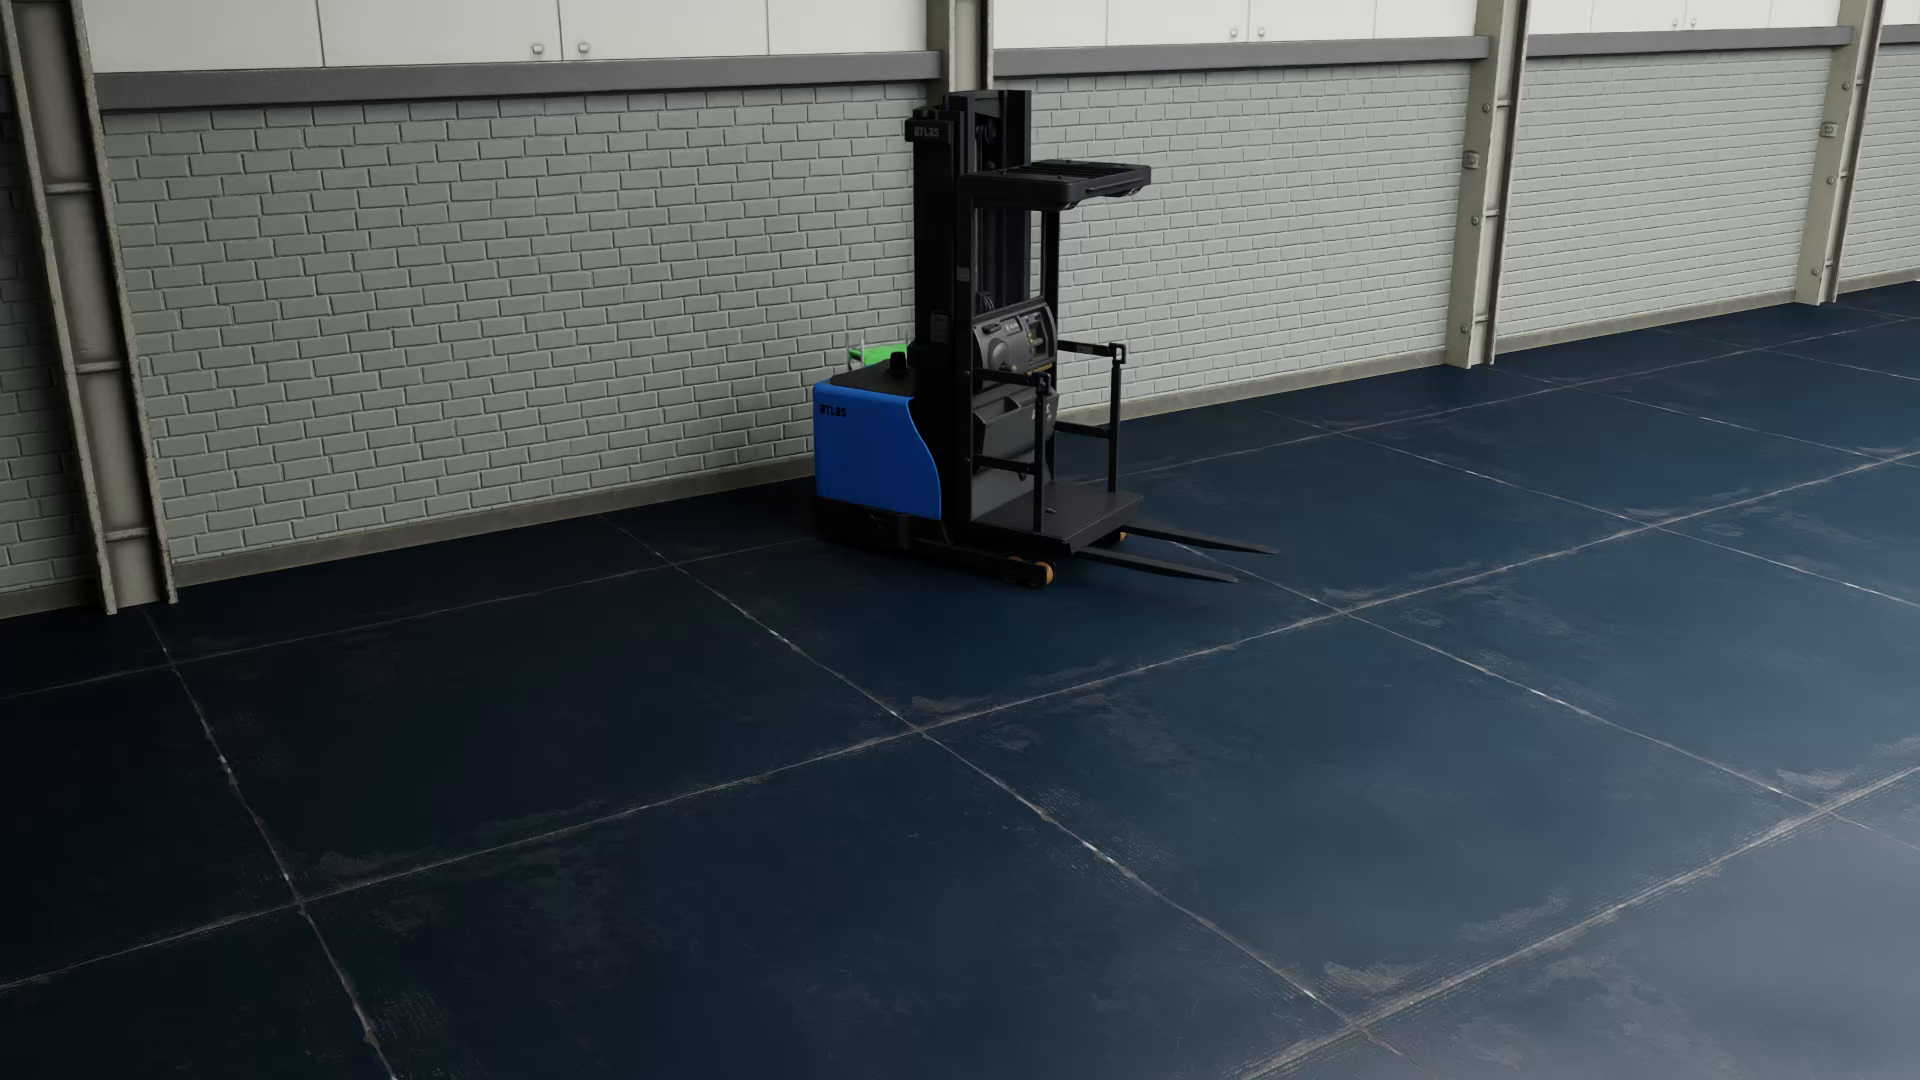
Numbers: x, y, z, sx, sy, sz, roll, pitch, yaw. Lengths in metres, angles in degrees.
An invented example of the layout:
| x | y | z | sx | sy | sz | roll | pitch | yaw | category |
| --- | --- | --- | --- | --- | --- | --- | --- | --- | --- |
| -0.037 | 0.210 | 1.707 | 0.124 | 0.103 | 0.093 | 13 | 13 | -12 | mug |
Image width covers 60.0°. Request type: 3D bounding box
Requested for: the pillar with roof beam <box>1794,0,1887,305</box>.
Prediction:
| x | y | z | sx | sy | sz | roll | pitch | yaw | category |
| --- | --- | --- | --- | --- | --- | --- | --- | --- | --- |
| 12.390 | -5.910 | 14.675 | 0.400 | 9.000 | 9.100 | -12 | 22 | -31 | pillar with roof beam |

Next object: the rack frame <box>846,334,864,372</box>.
| x | y | z | sx | sy | sz | roll | pitch | yaw | category |
| --- | --- | --- | --- | --- | --- | --- | --- | --- | --- |
| -0.735 | -0.861 | 11.909 | 0.015 | 1.200 | 0.240 | -11 | 20 | -30 | rack frame |

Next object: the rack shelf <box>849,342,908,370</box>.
| x | y | z | sx | sy | sz | roll | pitch | yaw | category |
| --- | --- | --- | --- | --- | --- | --- | --- | --- | --- |
| -0.533 | -1.299 | 11.905 | 0.480 | 0.148 | 0.258 | -11 | 20 | -30 | rack shelf |

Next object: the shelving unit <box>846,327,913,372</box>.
| x | y | z | sx | sy | sz | roll | pitch | yaw | category |
| --- | --- | --- | --- | --- | --- | --- | --- | --- | --- |
| -0.528 | -0.902 | 12.030 | 0.503 | 1.200 | 0.258 | -11 | 20 | -30 | shelving unit |

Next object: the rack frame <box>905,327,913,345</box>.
| x | y | z | sx | sy | sz | roll | pitch | yaw | category |
| --- | --- | --- | --- | --- | --- | --- | --- | --- | --- |
| -0.320 | -0.943 | 12.152 | 0.015 | 1.200 | 0.240 | -11 | 20 | -30 | rack frame |

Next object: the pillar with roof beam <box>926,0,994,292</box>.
| x | y | z | sx | sy | sz | roll | pitch | yaw | category |
| --- | --- | --- | --- | --- | --- | --- | --- | --- | --- |
| 2.368 | -3.796 | 8.423 | 0.400 | 9.000 | 9.100 | -12 | 22 | -31 | pillar with roof beam |

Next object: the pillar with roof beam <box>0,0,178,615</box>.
| x | y | z | sx | sy | sz | roll | pitch | yaw | category |
| --- | --- | --- | --- | --- | --- | --- | --- | --- | --- |
| -2.643 | -2.739 | 5.297 | 0.400 | 9.000 | 9.100 | -12 | 22 | -31 | pillar with roof beam |

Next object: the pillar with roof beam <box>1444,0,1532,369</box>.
| x | y | z | sx | sy | sz | roll | pitch | yaw | category |
| --- | --- | --- | --- | --- | --- | --- | --- | --- | --- |
| 7.379 | -4.853 | 11.549 | 0.400 | 9.000 | 9.100 | -12 | 22 | -31 | pillar with roof beam |

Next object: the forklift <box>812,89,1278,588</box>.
| x | y | z | sx | sy | sz | roll | pitch | yaw | category |
| --- | --- | --- | --- | --- | --- | --- | --- | --- | --- |
| 0.528 | -1.281 | 10.456 | 3.031 | 2.935 | 1.130 | 12 | 22 | 31 | forklift |
